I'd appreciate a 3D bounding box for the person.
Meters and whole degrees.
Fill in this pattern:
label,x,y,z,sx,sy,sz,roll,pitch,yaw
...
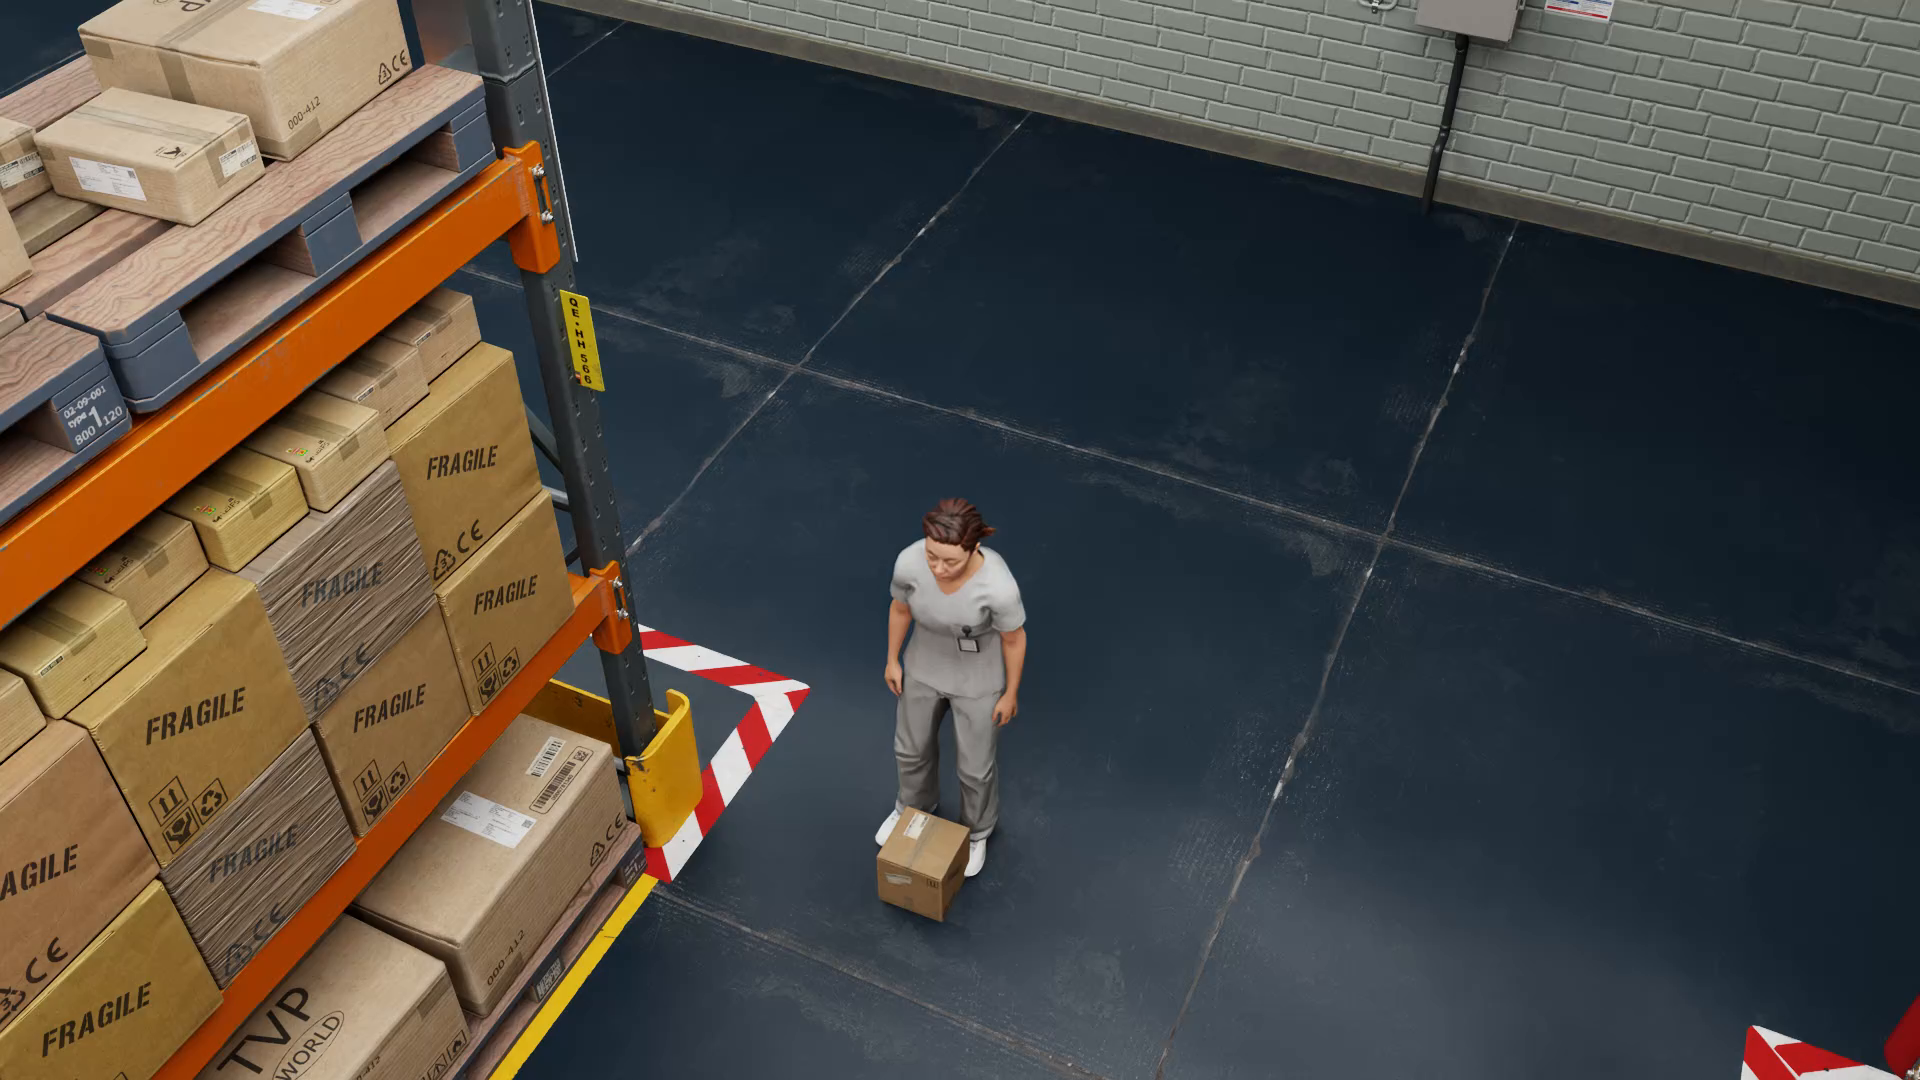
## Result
label,x,y,z,sx,sy,sz,roll,pitch,yaw
person,-0.032,0.476,5.636,0.501,1.671,0.364,15,44,16
